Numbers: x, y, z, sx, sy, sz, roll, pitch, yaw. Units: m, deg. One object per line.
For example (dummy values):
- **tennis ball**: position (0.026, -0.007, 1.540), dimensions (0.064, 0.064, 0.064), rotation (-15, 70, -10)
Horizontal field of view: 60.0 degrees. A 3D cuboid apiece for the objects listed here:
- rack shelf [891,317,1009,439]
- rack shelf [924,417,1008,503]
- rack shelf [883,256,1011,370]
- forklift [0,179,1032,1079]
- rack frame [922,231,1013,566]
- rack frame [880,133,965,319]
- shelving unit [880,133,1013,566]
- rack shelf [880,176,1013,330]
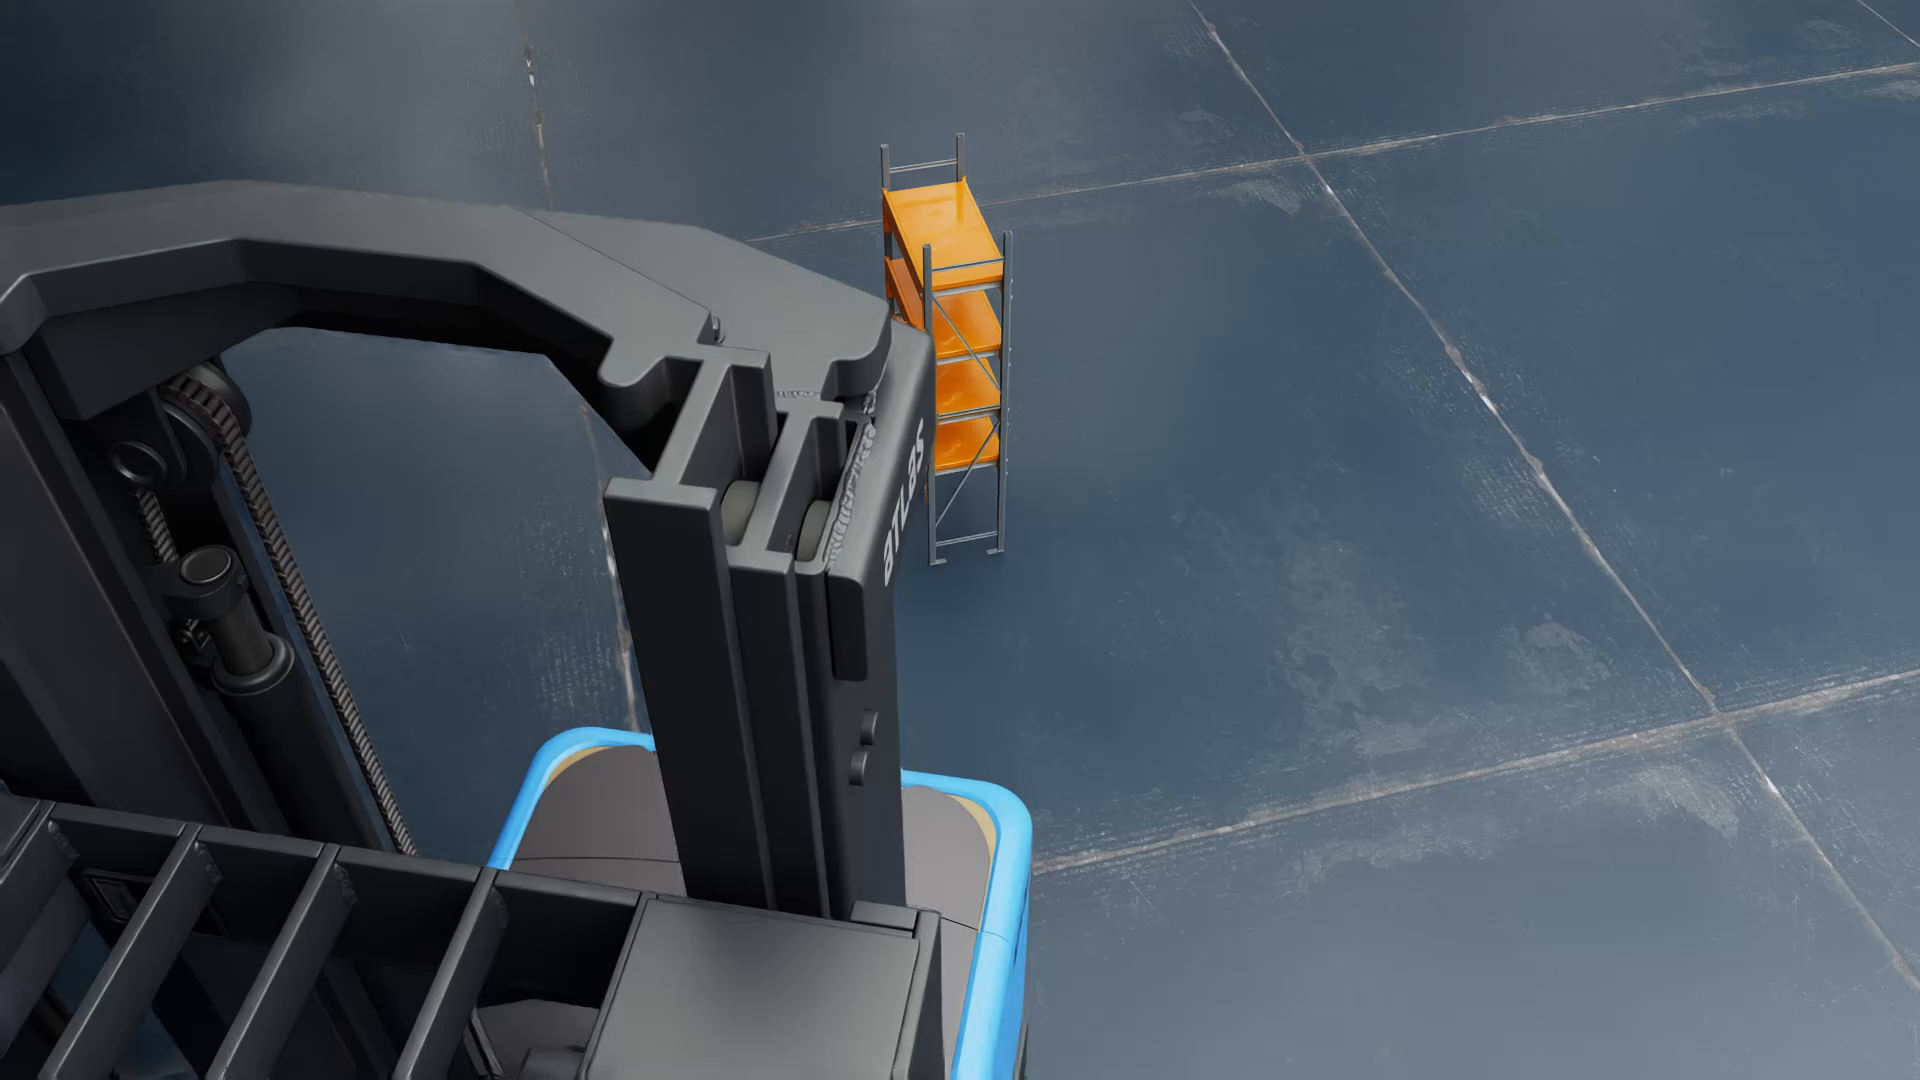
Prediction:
- **rack shelf**: position (-0.042, -0.487, 4.982), dimensions (0.258, 0.148, 0.480), rotation (-11, 47, -10)
- **rack shelf**: position (-0.042, -0.348, 5.123), dimensions (0.258, 0.148, 0.480), rotation (-11, 47, -10)
- **rack shelf**: position (-0.042, -0.644, 4.822), dimensions (0.258, 0.148, 0.480), rotation (-11, 47, -10)
- **forklift**: position (-0.602, 1.193, 2.029), dimensions (1.130, 2.935, 3.031), rotation (7, 46, 7)
- **rack frame**: position (0.020, -0.366, 4.768), dimensions (0.240, 1.200, 0.015), rotation (-11, 47, -10)
- **rack frame**: position (-0.105, -0.703, 5.099), dimensions (0.240, 1.200, 0.015), rotation (-11, 47, -10)
- **shelving unit**: position (-0.042, -0.534, 4.933), dimensions (0.258, 1.200, 0.503), rotation (-11, 47, -10)
- **rack shelf**: position (-0.042, -0.809, 4.653), dimensions (0.258, 0.148, 0.480), rotation (-11, 47, -10)
